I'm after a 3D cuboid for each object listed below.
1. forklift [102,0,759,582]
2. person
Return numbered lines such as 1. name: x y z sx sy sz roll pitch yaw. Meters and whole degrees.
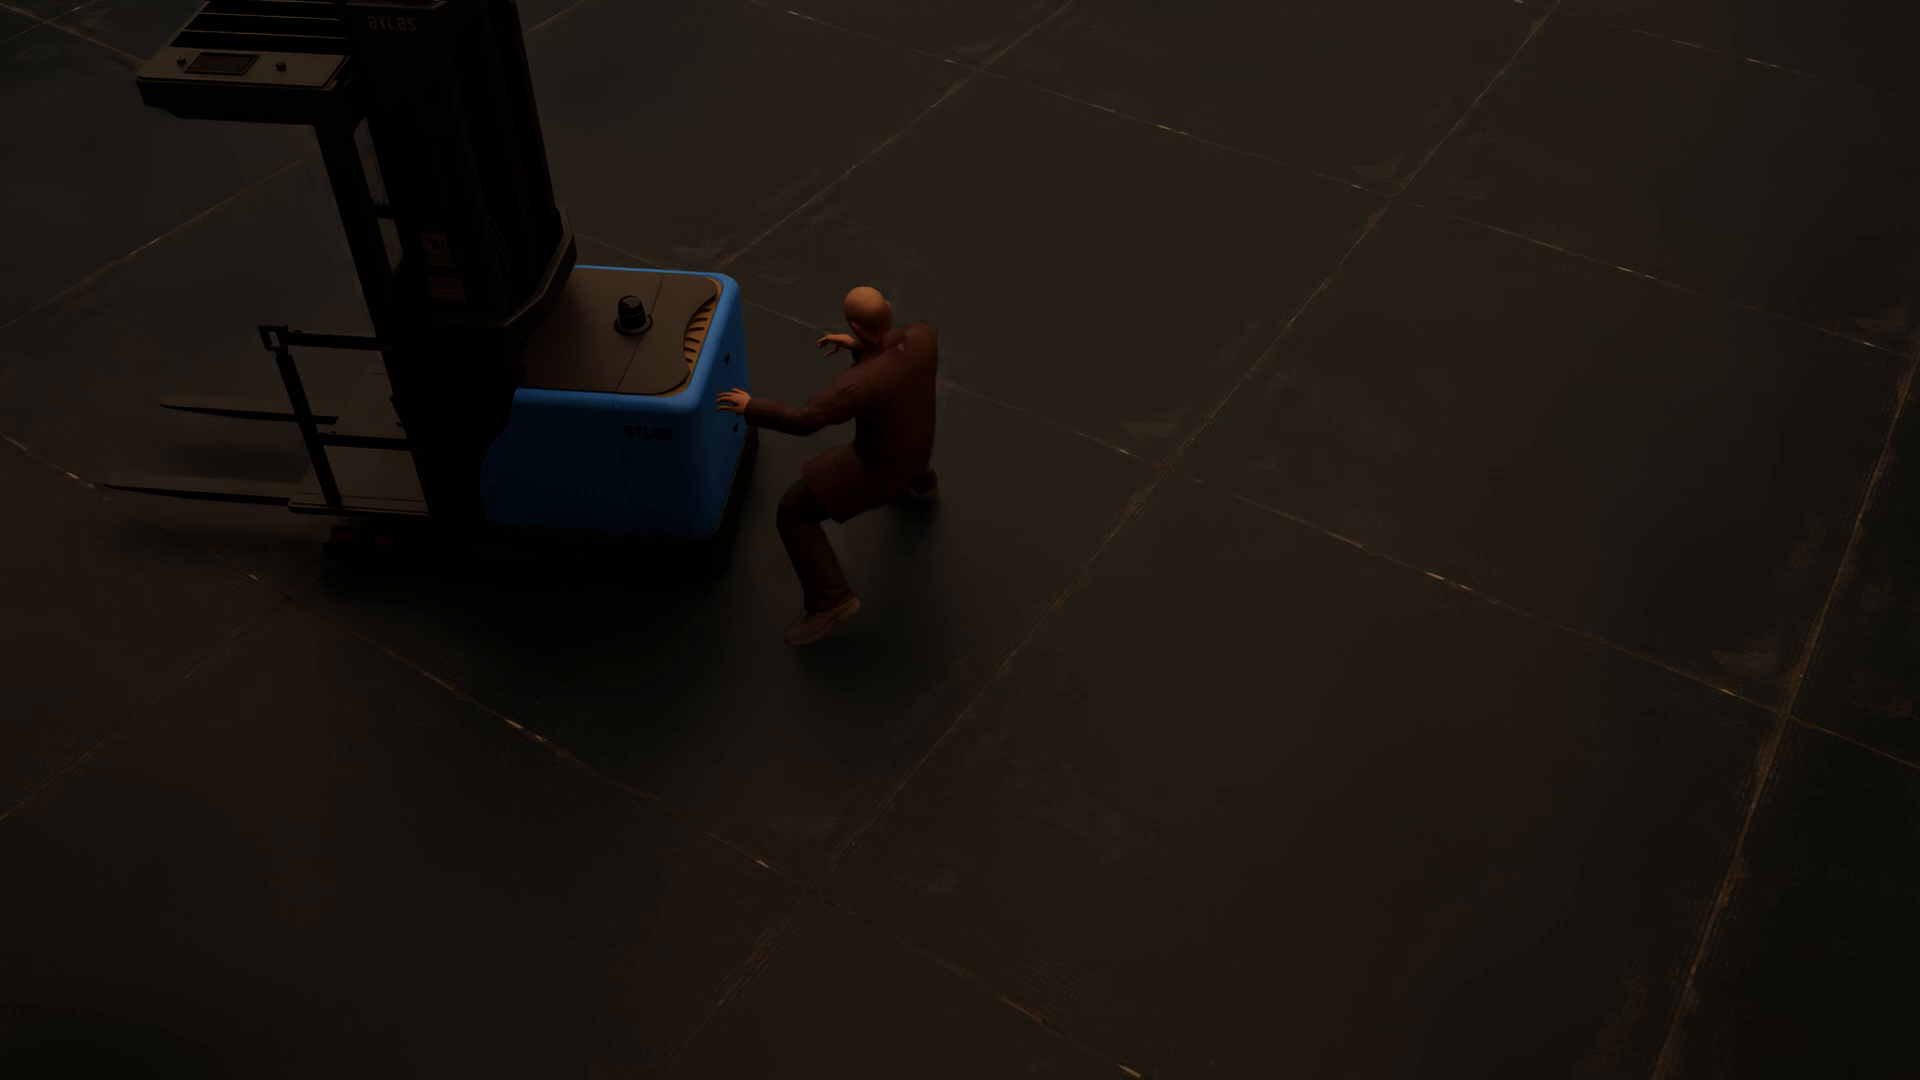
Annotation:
1. forklift: -2.561 -1.296 7.215 3.031 2.935 1.130 4 44 4
2. person: -0.481 -0.458 7.302 0.713 1.514 1.267 29 50 27
